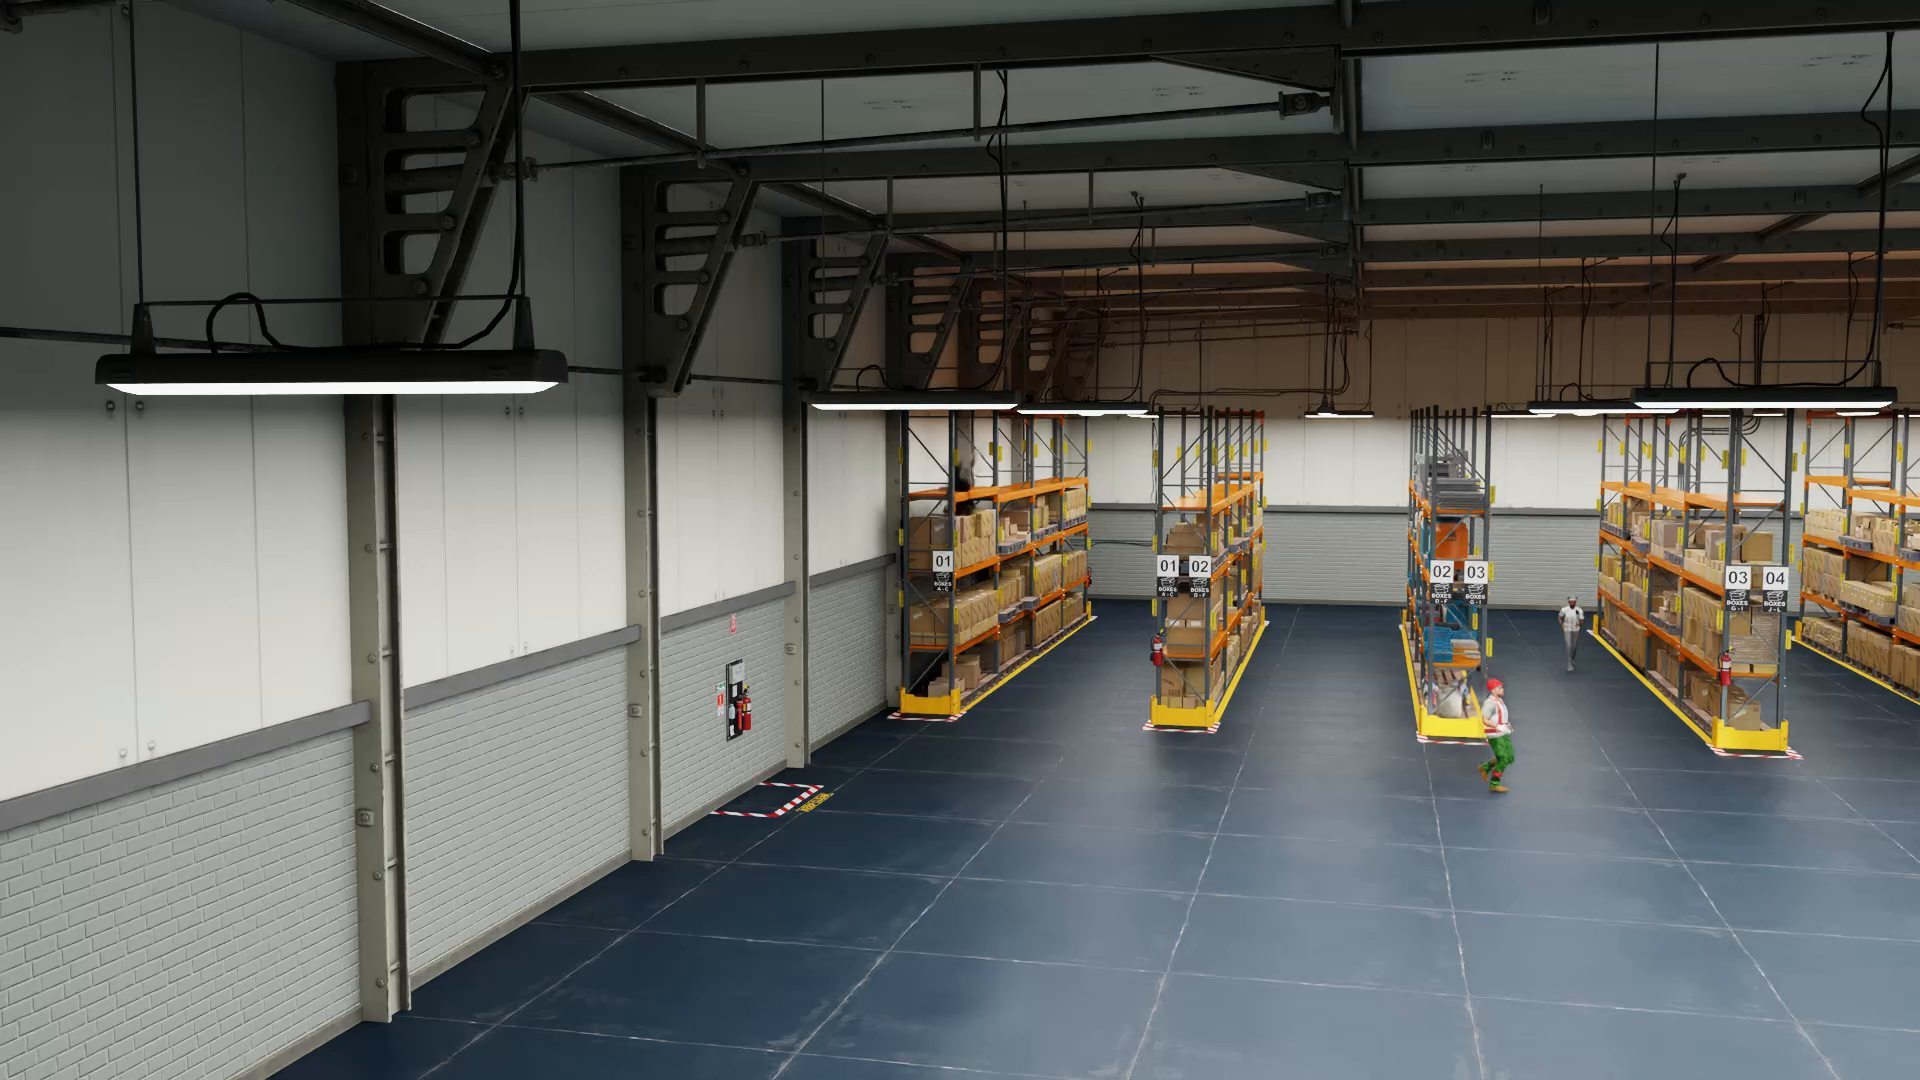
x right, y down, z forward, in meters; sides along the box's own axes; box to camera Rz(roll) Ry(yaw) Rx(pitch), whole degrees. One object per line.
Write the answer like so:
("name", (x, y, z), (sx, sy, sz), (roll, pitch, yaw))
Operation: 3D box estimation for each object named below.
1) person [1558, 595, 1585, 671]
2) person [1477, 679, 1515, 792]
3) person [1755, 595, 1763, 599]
("person", (14.128, 2.124, 38.416), (0.584, 1.717, 0.796), (1, 4, 13))
("person", (8.278, 3.010, 25.672), (0.615, 1.738, 0.652), (3, 5, 37))
("person", (20.596, 1.733, 43.542), (0.860, 1.718, 0.786), (3, 5, 37))
